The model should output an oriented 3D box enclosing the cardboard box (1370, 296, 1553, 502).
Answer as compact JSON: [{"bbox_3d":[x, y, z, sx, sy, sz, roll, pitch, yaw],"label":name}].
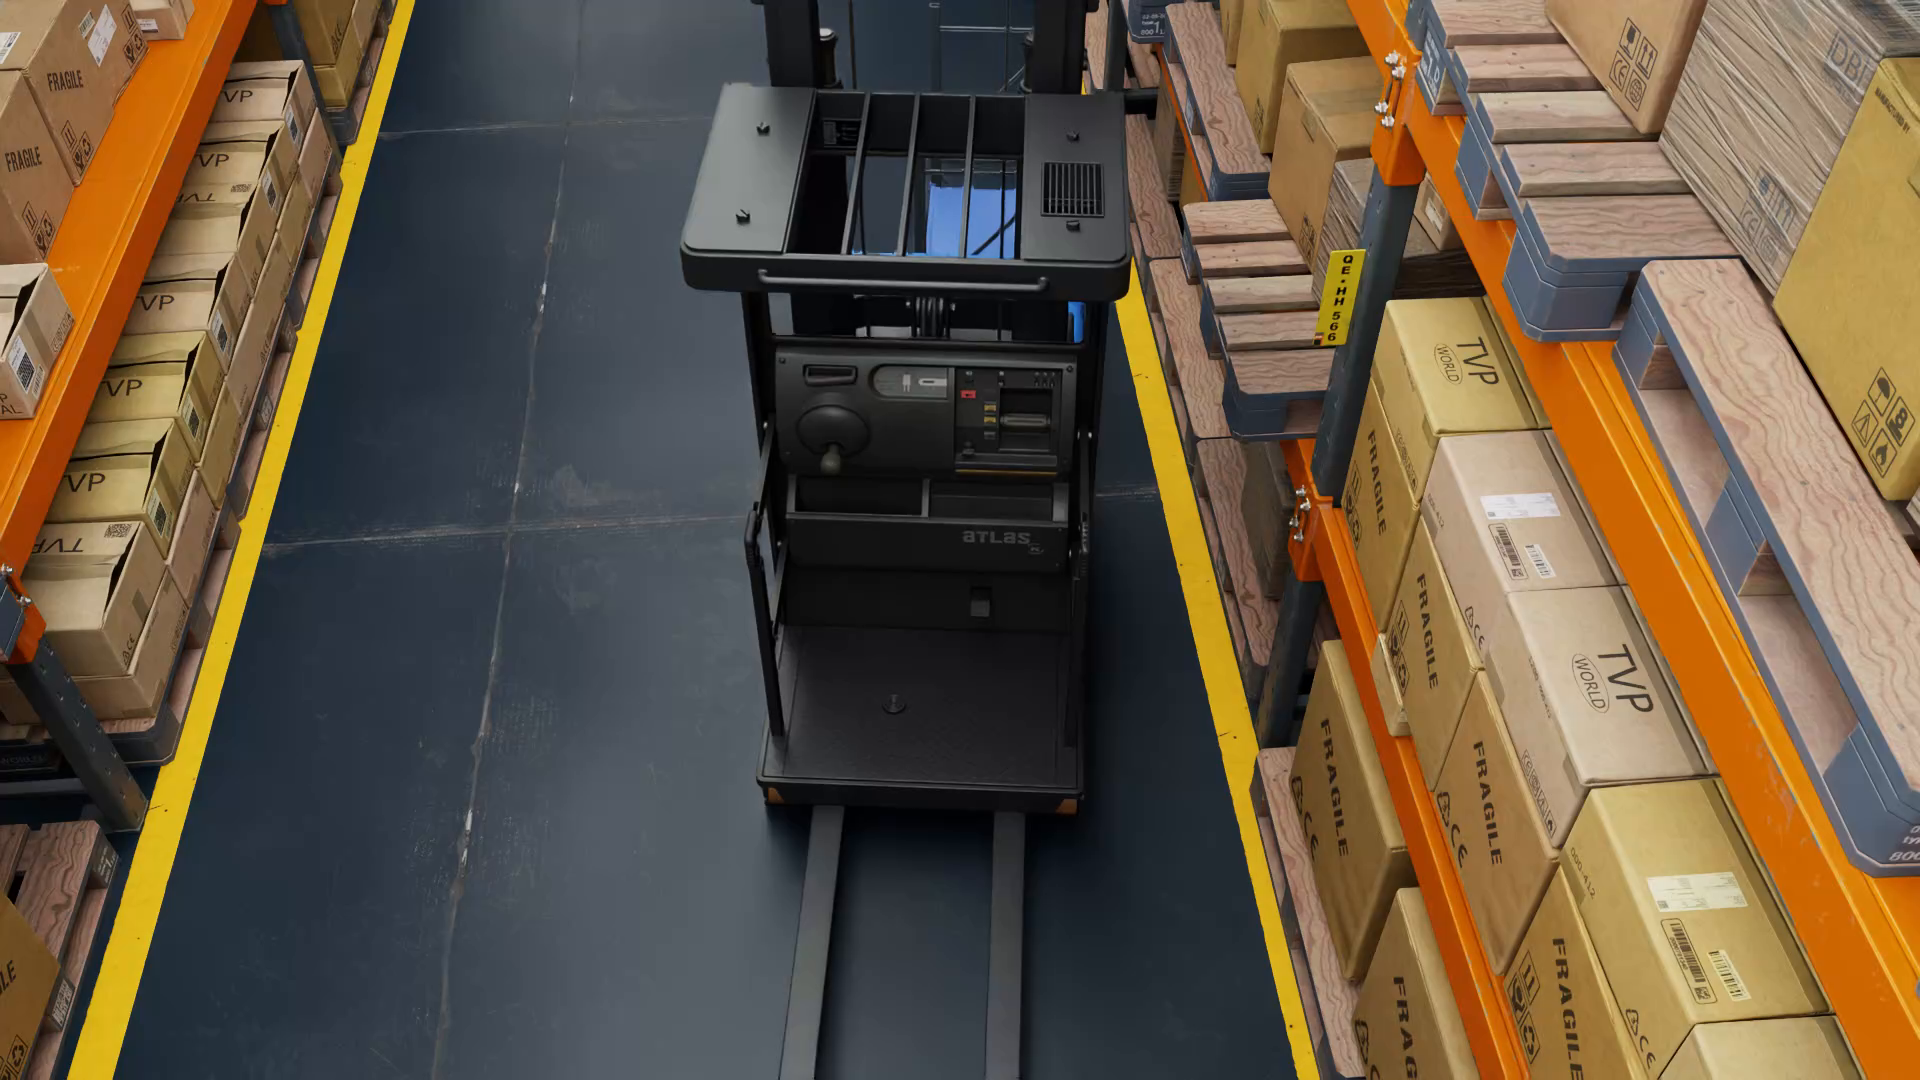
[{"bbox_3d":[1.367,-0.368,4.228,0.500,0.250,0.500,-2,47,-2],"label":"cardboard box"}]

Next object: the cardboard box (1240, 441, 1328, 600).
[{"bbox_3d":[1.471,-0.141,6.236,0.700,0.500,0.500,-3,47,-3],"label":"cardboard box"}]

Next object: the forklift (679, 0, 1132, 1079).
[{"bbox_3d":[-0.114,-0.292,5.008,1.130,2.935,3.031,2,47,2],"label":"forklift"}]

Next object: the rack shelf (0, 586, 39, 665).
[{"bbox_3d":[-3.185,1.667,3.601,1.077,0.370,4.000,-3,47,-3],"label":"rack shelf"}]

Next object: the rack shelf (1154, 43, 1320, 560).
[{"bbox_3d":[1.416,-1.531,6.630,1.077,0.370,4.000,-3,47,-3],"label":"rack shelf"}]

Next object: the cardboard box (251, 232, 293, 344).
[{"bbox_3d":[-3.280,-1.102,7.332,0.500,0.250,0.500,-3,47,-2],"label":"cardboard box"}]

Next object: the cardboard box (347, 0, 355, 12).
[{"bbox_3d":[-3.464,-3.094,8.703,0.500,0.500,0.500,-3,47,-3],"label":"cardboard box"}]

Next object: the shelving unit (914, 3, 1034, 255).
[{"bbox_3d":[0.102,-1.276,6.925,0.538,1.500,1.048,2,47,2],"label":"shelving unit"}]

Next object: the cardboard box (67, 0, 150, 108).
[{"bbox_3d":[-3.595,-2.018,6.527,0.500,0.500,0.500,0,47,0],"label":"cardboard box"}]

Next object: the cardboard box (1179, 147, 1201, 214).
[{"bbox_3d":[1.420,-1.615,7.632,0.700,0.500,0.500,-4,47,-4],"label":"cardboard box"}]

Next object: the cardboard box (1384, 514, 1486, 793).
[{"bbox_3d":[1.404,0.272,4.139,0.500,0.500,0.500,-2,47,-2],"label":"cardboard box"}]

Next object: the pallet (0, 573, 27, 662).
[{"bbox_3d":[-3.226,0.525,4.319,1.213,0.211,1.003,-3,47,-3],"label":"pallet"}]

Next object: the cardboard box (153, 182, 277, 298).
[{"bbox_3d":[-3.279,-1.301,7.134,0.500,0.311,0.500,-4,47,-3],"label":"cardboard box"}]

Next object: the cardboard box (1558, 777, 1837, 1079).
[{"bbox_3d":[1.505,0.731,3.188,0.500,0.250,0.500,-4,47,-4],"label":"cardboard box"}]

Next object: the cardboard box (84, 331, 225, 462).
[{"bbox_3d":[-3.197,-0.565,6.437,0.500,0.311,0.500,-5,47,-4],"label":"cardboard box"}]

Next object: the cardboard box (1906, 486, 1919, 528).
[{"bbox_3d":[1.865,-0.063,2.306,0.700,0.500,0.500,-4,47,-3],"label":"cardboard box"}]

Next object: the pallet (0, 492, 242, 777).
[{"bbox_3d":[-3.383,0.333,6.289,1.003,0.211,1.213,-3,47,-3],"label":"pallet"}]

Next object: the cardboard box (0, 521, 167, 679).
[{"bbox_3d":[-3.104,0.184,5.728,0.500,0.311,0.500,-2,47,-2],"label":"cardboard box"}]

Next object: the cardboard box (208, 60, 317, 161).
[{"bbox_3d":[-3.368,-2.038,7.832,0.500,0.311,0.500,-3,47,-3],"label":"cardboard box"}]

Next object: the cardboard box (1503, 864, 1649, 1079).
[{"bbox_3d":[1.495,1.007,3.443,0.500,0.500,0.500,-2,47,-2],"label":"cardboard box"}]

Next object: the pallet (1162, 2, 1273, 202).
[{"bbox_3d":[1.377,-1.695,6.422,1.003,0.211,1.213,-3,47,-3],"label":"pallet"}]

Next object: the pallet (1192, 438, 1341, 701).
[{"bbox_3d":[1.519,0.062,6.546,1.003,0.211,1.213,-3,47,-3],"label":"pallet"}]

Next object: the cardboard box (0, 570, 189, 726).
[{"bbox_3d":[-3.104,0.377,5.932,0.500,0.250,0.500,-4,47,-3],"label":"cardboard box"}]

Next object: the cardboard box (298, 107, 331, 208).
[{"bbox_3d":[-3.364,-1.838,8.029,0.500,0.250,0.500,-4,47,-4],"label":"cardboard box"}]

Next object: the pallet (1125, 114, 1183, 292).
[{"bbox_3d":[1.315,-1.703,8.218,1.003,0.211,1.213,-3,47,-3],"label":"pallet"}]

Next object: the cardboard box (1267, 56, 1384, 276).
[{"bbox_3d":[1.460,-1.259,5.505,0.700,0.500,0.500,-7,47,-7],"label":"cardboard box"}]

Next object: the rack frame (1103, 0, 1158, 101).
[{"bbox_3d":[1.249,-3.225,7.739,1.000,3.000,0.127,-3,47,-3],"label":"rack frame"}]

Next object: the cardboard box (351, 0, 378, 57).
[{"bbox_3d":[-3.461,-2.837,8.975,0.500,0.250,0.500,-3,47,-3],"label":"cardboard box"}]

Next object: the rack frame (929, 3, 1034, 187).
[{"bbox_3d":[0.125,-1.644,7.274,0.500,1.500,0.032,2,47,2],"label":"rack frame"}]

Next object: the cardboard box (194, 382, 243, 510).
[{"bbox_3d":[-3.196,-0.363,6.632,0.500,0.250,0.500,-5,47,-4],"label":"cardboard box"}]

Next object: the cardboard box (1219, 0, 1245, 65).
[{"bbox_3d":[1.383,-2.162,6.359,0.700,0.500,0.500,2,47,2],"label":"cardboard box"}]

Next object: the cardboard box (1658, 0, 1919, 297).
[{"bbox_3d":[1.778,-0.821,3.024,0.700,0.500,0.500,-6,47,-5],"label":"cardboard box"}]

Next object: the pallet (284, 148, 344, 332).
[{"bbox_3d":[-3.587,-1.432,7.961,1.003,0.211,1.213,-3,47,-3],"label":"pallet"}]

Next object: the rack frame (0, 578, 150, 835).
[{"bbox_3d":[-3.353,-0.028,4.710,1.000,3.000,0.127,-3,47,-3],"label":"rack frame"}]

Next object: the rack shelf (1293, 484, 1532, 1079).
[{"bbox_3d":[1.751,1.363,3.889,1.077,0.370,4.000,-3,47,-3],"label":"rack shelf"}]

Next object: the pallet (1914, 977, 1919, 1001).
[{"bbox_3d":[1.792,0.937,1.863,0.805,0.209,1.217,-5,47,-5],"label":"pallet"}]

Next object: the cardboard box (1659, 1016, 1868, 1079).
[{"bbox_3d":[1.548,1.099,2.839,0.500,0.250,0.500,-3,47,-3],"label":"cardboard box"}]

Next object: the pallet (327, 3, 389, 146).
[{"bbox_3d":[-3.712,-2.541,9.011,1.003,0.211,1.213,-3,47,-3],"label":"pallet"}]

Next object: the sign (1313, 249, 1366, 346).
[{"bbox_3d":[1.043,-0.662,4.569,0.100,0.325,0.005,-3,47,-3],"label":"sign"}]

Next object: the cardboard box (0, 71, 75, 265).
[{"bbox_3d":[-3.509,-1.275,5.823,0.500,0.500,0.500,-6,47,-5],"label":"cardboard box"}]

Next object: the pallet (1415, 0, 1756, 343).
[{"bbox_3d":[1.690,-0.835,3.539,1.213,0.211,1.003,-2,47,-1],"label":"pallet"}]

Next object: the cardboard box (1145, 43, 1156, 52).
[{"bbox_3d":[1.174,-2.788,8.973,0.380,0.166,0.250,-9,47,-8],"label":"cardboard box"}]

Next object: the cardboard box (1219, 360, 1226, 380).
[{"bbox_3d":[1.474,-0.878,6.935,0.700,0.500,0.500,-4,47,-4],"label":"cardboard box"}]

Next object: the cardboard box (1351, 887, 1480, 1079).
[{"bbox_3d":[1.581,1.438,4.514,0.750,0.750,0.750,-4,47,-3],"label":"cardboard box"}]
